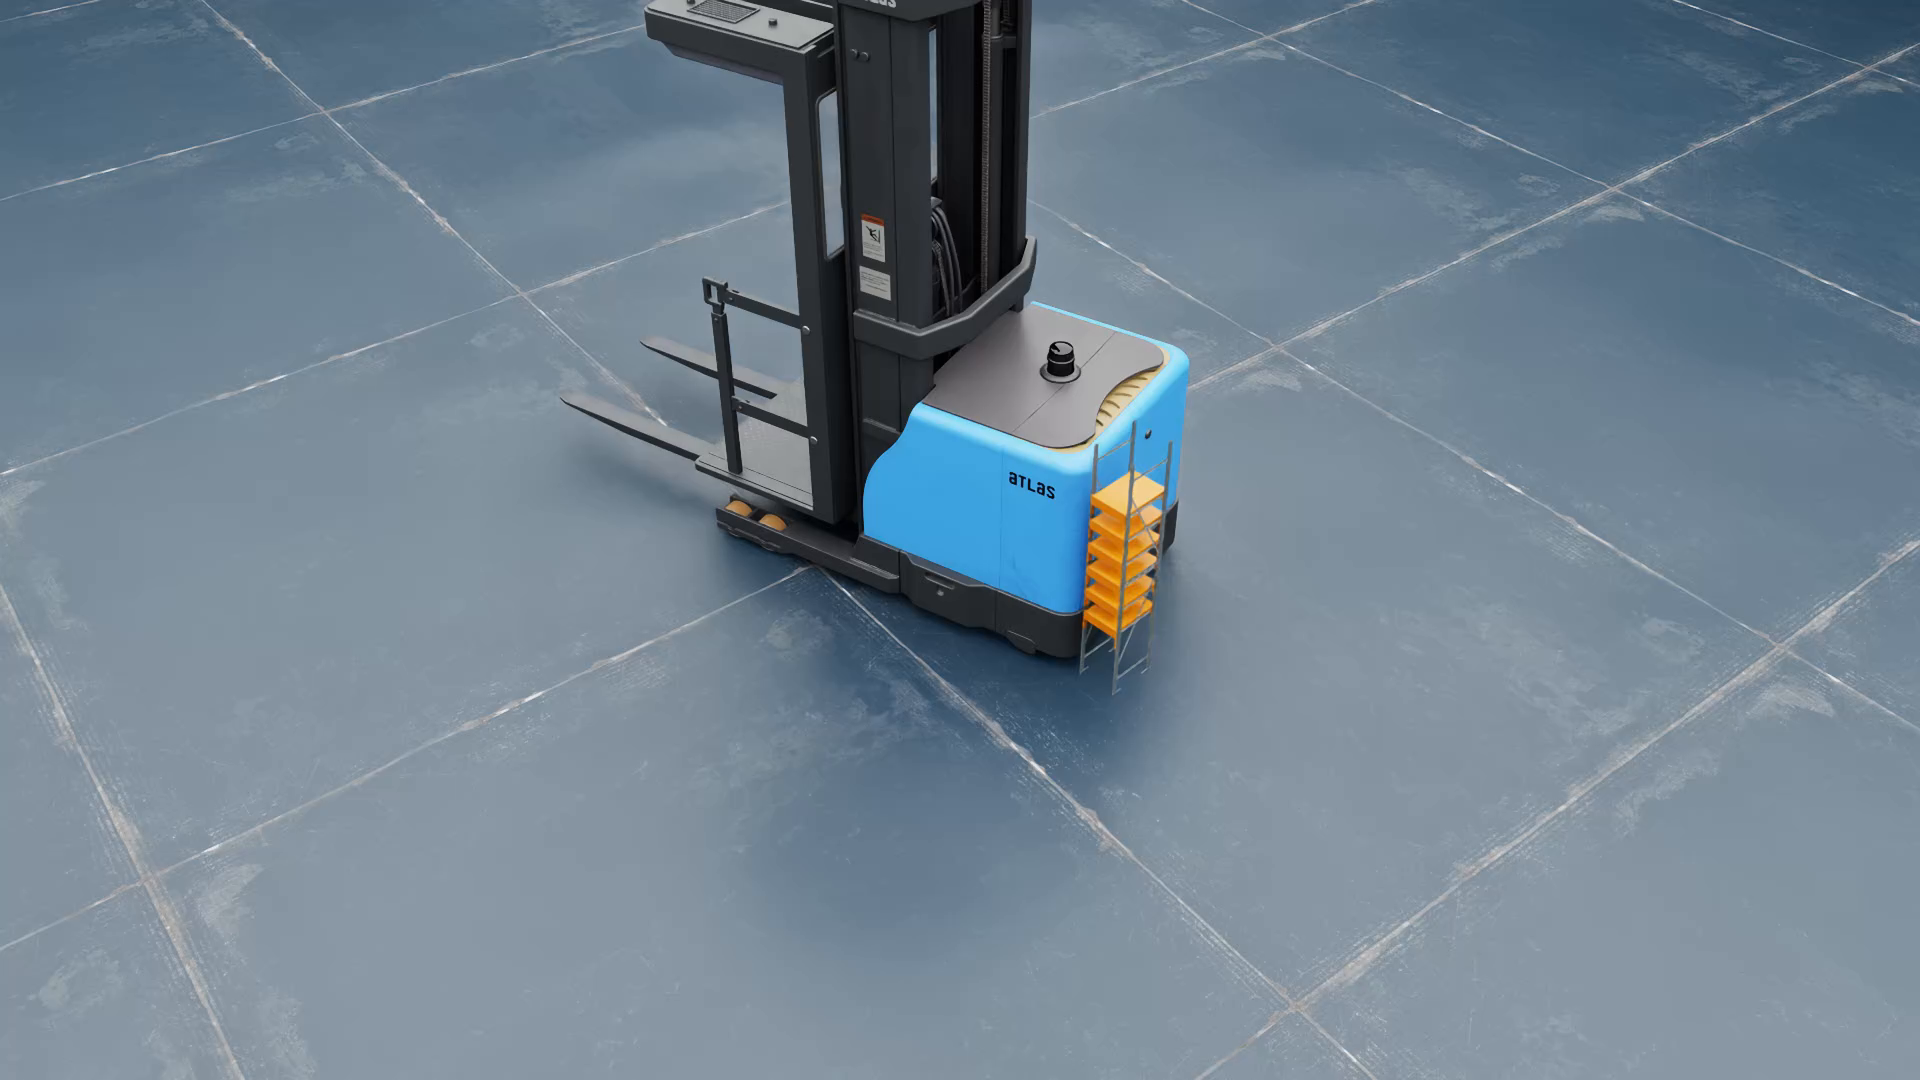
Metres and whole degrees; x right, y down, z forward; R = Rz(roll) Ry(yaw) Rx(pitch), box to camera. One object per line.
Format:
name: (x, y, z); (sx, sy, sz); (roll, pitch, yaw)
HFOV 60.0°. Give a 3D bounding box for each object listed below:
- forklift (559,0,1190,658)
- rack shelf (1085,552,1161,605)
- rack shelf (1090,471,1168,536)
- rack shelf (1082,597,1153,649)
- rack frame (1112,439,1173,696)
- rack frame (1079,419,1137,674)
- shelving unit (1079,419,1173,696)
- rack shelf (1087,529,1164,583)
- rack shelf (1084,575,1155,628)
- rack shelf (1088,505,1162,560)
forklift: (-0.534, -1.345, 7.078); (3.031, 2.935, 1.130); (22, 44, 24)
rack shelf: (0.659, 0.127, 6.719); (0.258, 0.103, 0.180); (-32, 49, -33)
rack shelf: (0.659, -0.151, 6.491); (0.258, 0.103, 0.180); (-32, 49, -33)
rack shelf: (0.659, 0.312, 6.872); (0.258, 0.103, 0.180); (-32, 49, -33)
rack frame: (0.723, 0.134, 6.641); (0.240, 1.200, 0.006); (-32, 49, -33)
rack frame: (0.595, 0.051, 6.742); (0.240, 1.200, 0.006); (-32, 49, -33)
shelving unit: (0.659, 0.092, 6.691); (0.258, 1.200, 0.189); (-32, 49, -33)
rack shelf: (0.659, 0.034, 6.643); (0.258, 0.103, 0.180); (-32, 49, -33)
rack shelf: (0.659, 0.219, 6.796); (0.258, 0.103, 0.180); (-32, 49, -33)
rack shelf: (0.659, -0.059, 6.567); (0.258, 0.103, 0.180); (-32, 49, -33)
